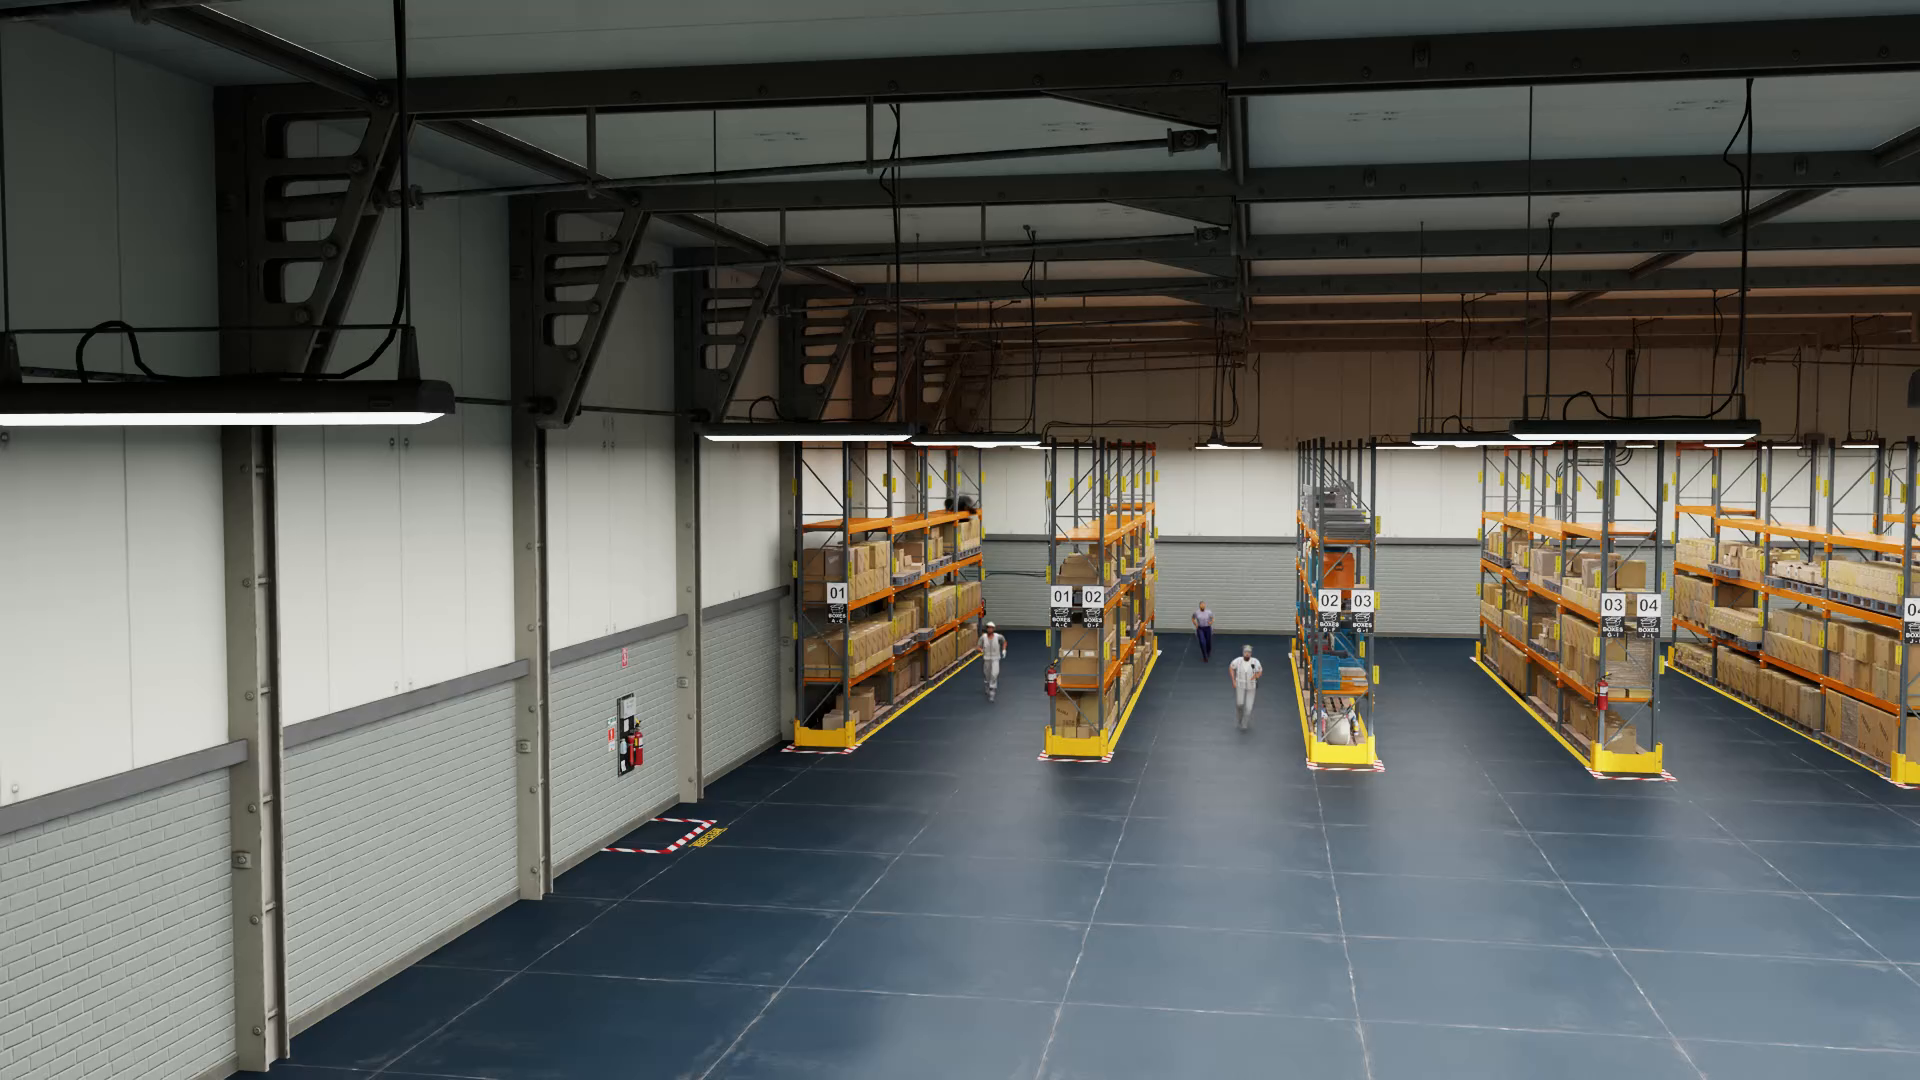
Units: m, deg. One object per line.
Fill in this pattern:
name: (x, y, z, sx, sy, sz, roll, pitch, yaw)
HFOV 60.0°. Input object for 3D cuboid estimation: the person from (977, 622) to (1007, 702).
person: (0.734, 2.789, 38.454, 0.671, 1.797, 1.001, 0, 3, 7)

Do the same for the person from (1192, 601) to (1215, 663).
person: (6.676, 2.506, 45.628, 0.615, 1.655, 0.811, 0, 3, 2)

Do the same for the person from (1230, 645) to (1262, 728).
person: (5.899, 3.027, 34.270, 0.655, 1.745, 0.674, 0, 3, 6)
